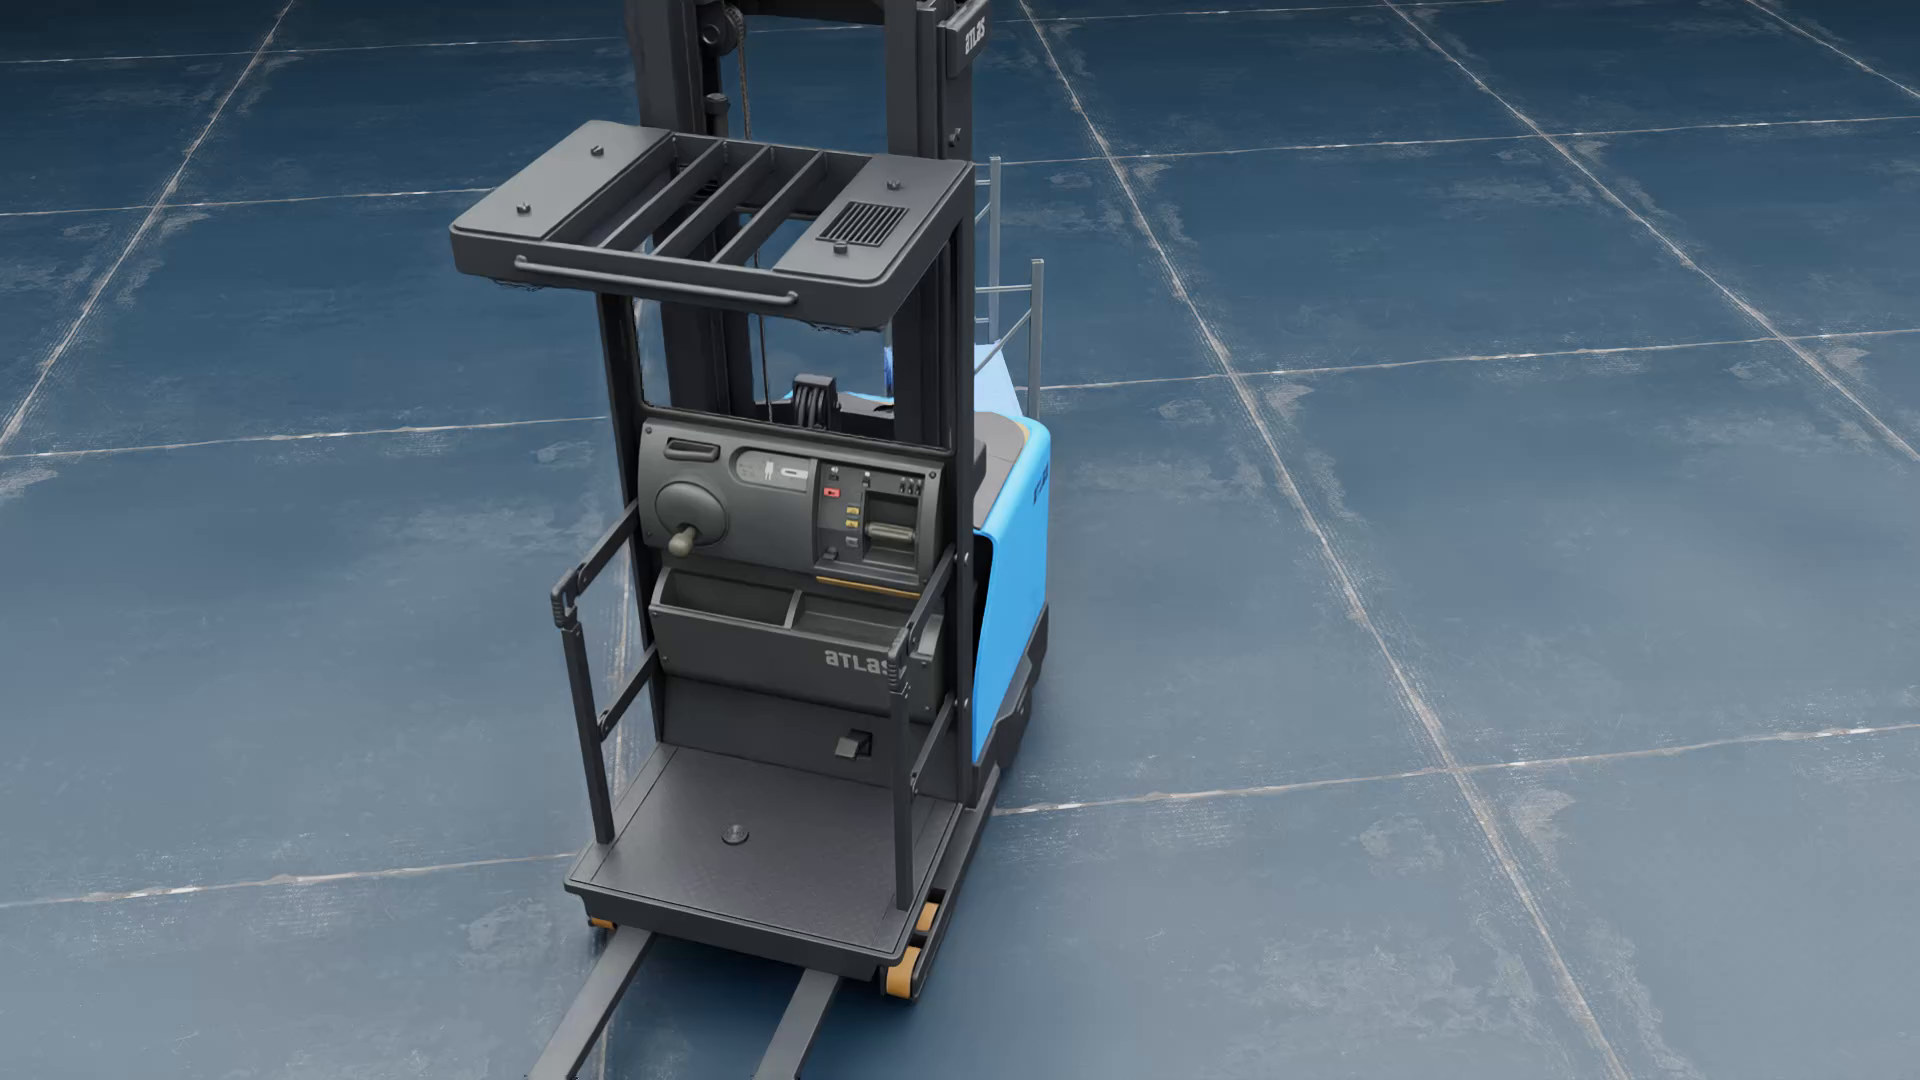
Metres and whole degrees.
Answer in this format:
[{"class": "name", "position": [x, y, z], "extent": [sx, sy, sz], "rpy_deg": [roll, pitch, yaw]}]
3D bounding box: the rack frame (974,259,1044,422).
[{"class": "rack frame", "position": [0.057, -0.384, 6.481], "extent": [0.500, 1.500, 0.032], "rpy_deg": [-4, 35, -6]}]

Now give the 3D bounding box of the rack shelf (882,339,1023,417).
[{"class": "rack shelf", "position": [-0.011, -0.519, 6.999], "extent": [0.538, 0.185, 1.000], "rpy_deg": [-4, 35, -6]}]

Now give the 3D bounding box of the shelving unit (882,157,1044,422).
[{"class": "shelving unit", "position": [-0.011, -0.667, 6.897], "extent": [0.538, 1.500, 1.048], "rpy_deg": [-4, 35, -6]}]

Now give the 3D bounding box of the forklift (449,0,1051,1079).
[{"class": "forklift", "position": [-0.566, -0.040, 4.706], "extent": [1.130, 2.935, 3.031], "rpy_deg": [9, 35, 14]}]

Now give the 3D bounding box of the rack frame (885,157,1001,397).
[{"class": "rack frame", "position": [-0.080, -0.951, 7.314], "extent": [0.500, 1.500, 0.032], "rpy_deg": [-4, 35, -6]}]
